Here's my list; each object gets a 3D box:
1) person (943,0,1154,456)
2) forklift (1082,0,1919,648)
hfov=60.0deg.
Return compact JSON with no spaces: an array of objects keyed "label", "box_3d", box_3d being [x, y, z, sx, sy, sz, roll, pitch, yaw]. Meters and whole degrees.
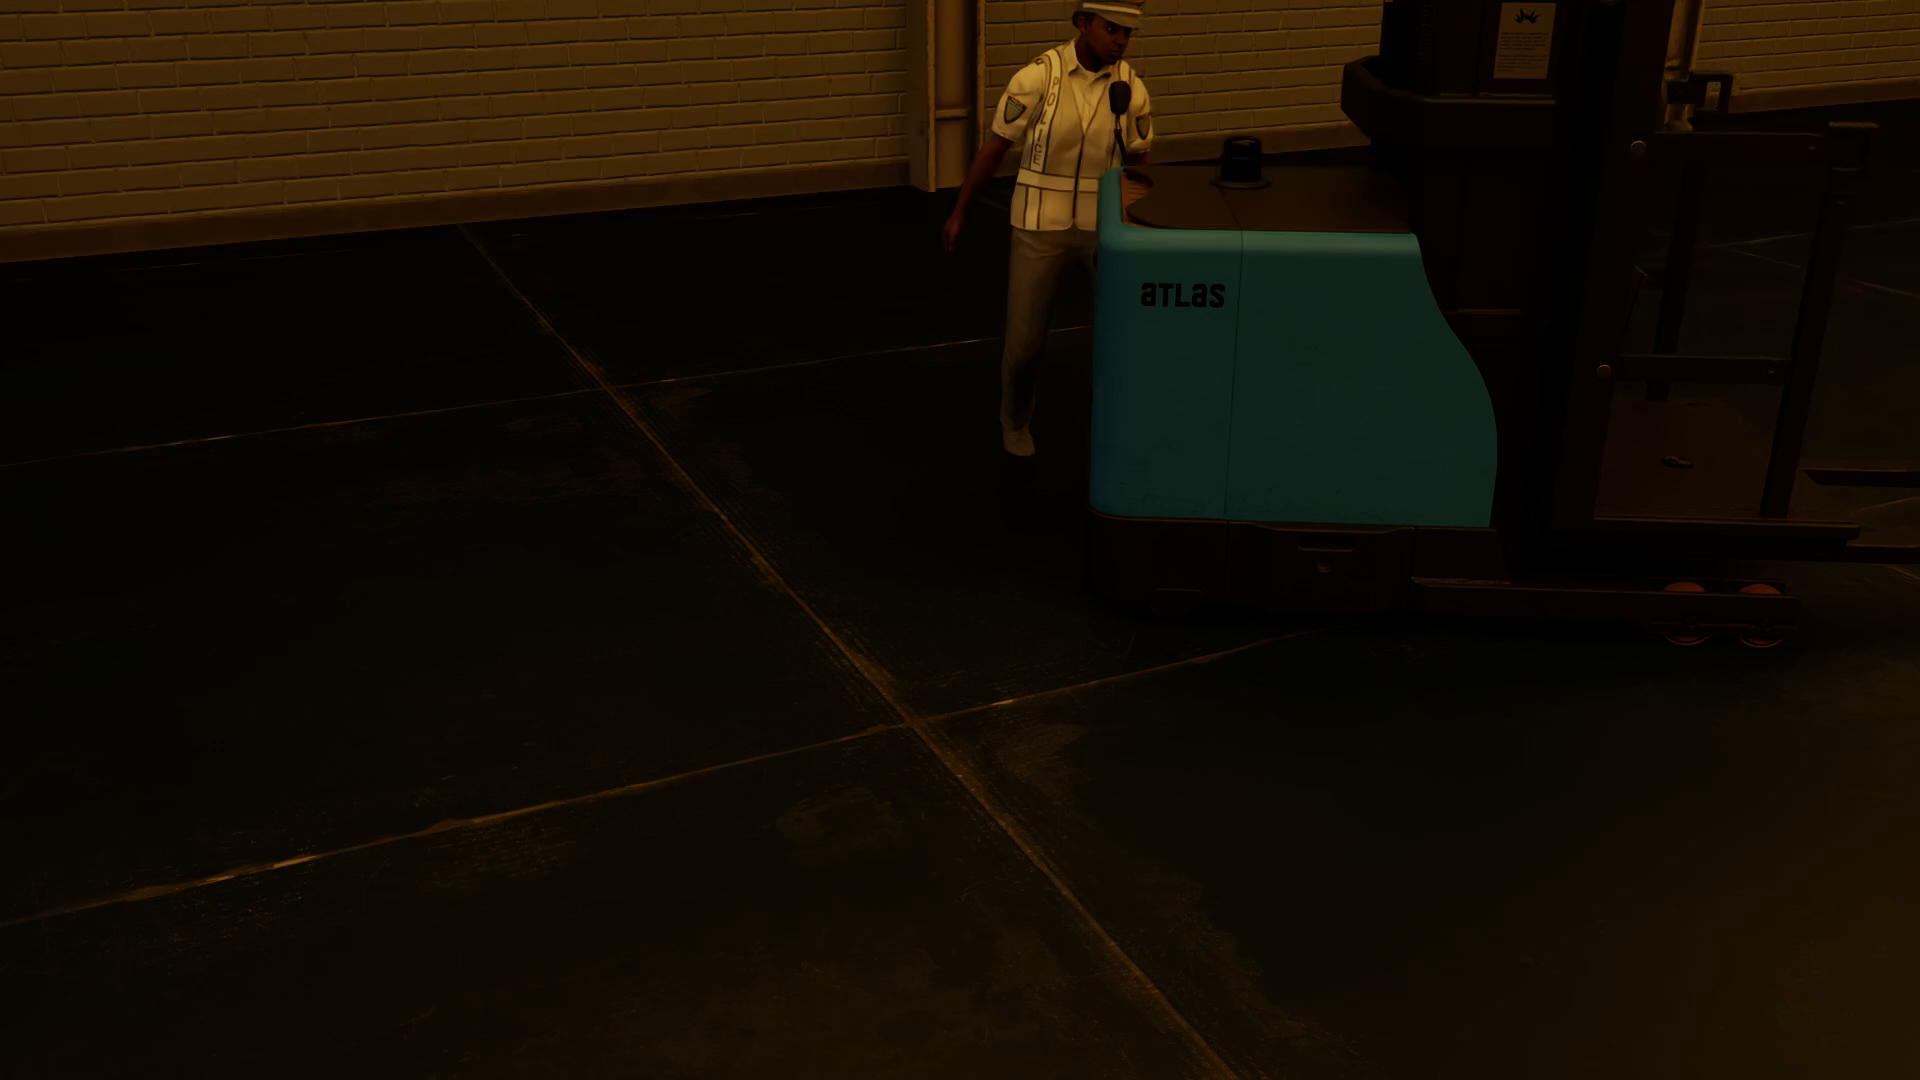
[{"label":"person","box_3d":[0.353,-1.020,5.555,0.817,1.640,0.464,-1,23,-3]},{"label":"forklift","box_3d":[1.885,-1.279,4.365,3.031,2.935,1.130,2,23,4]}]
